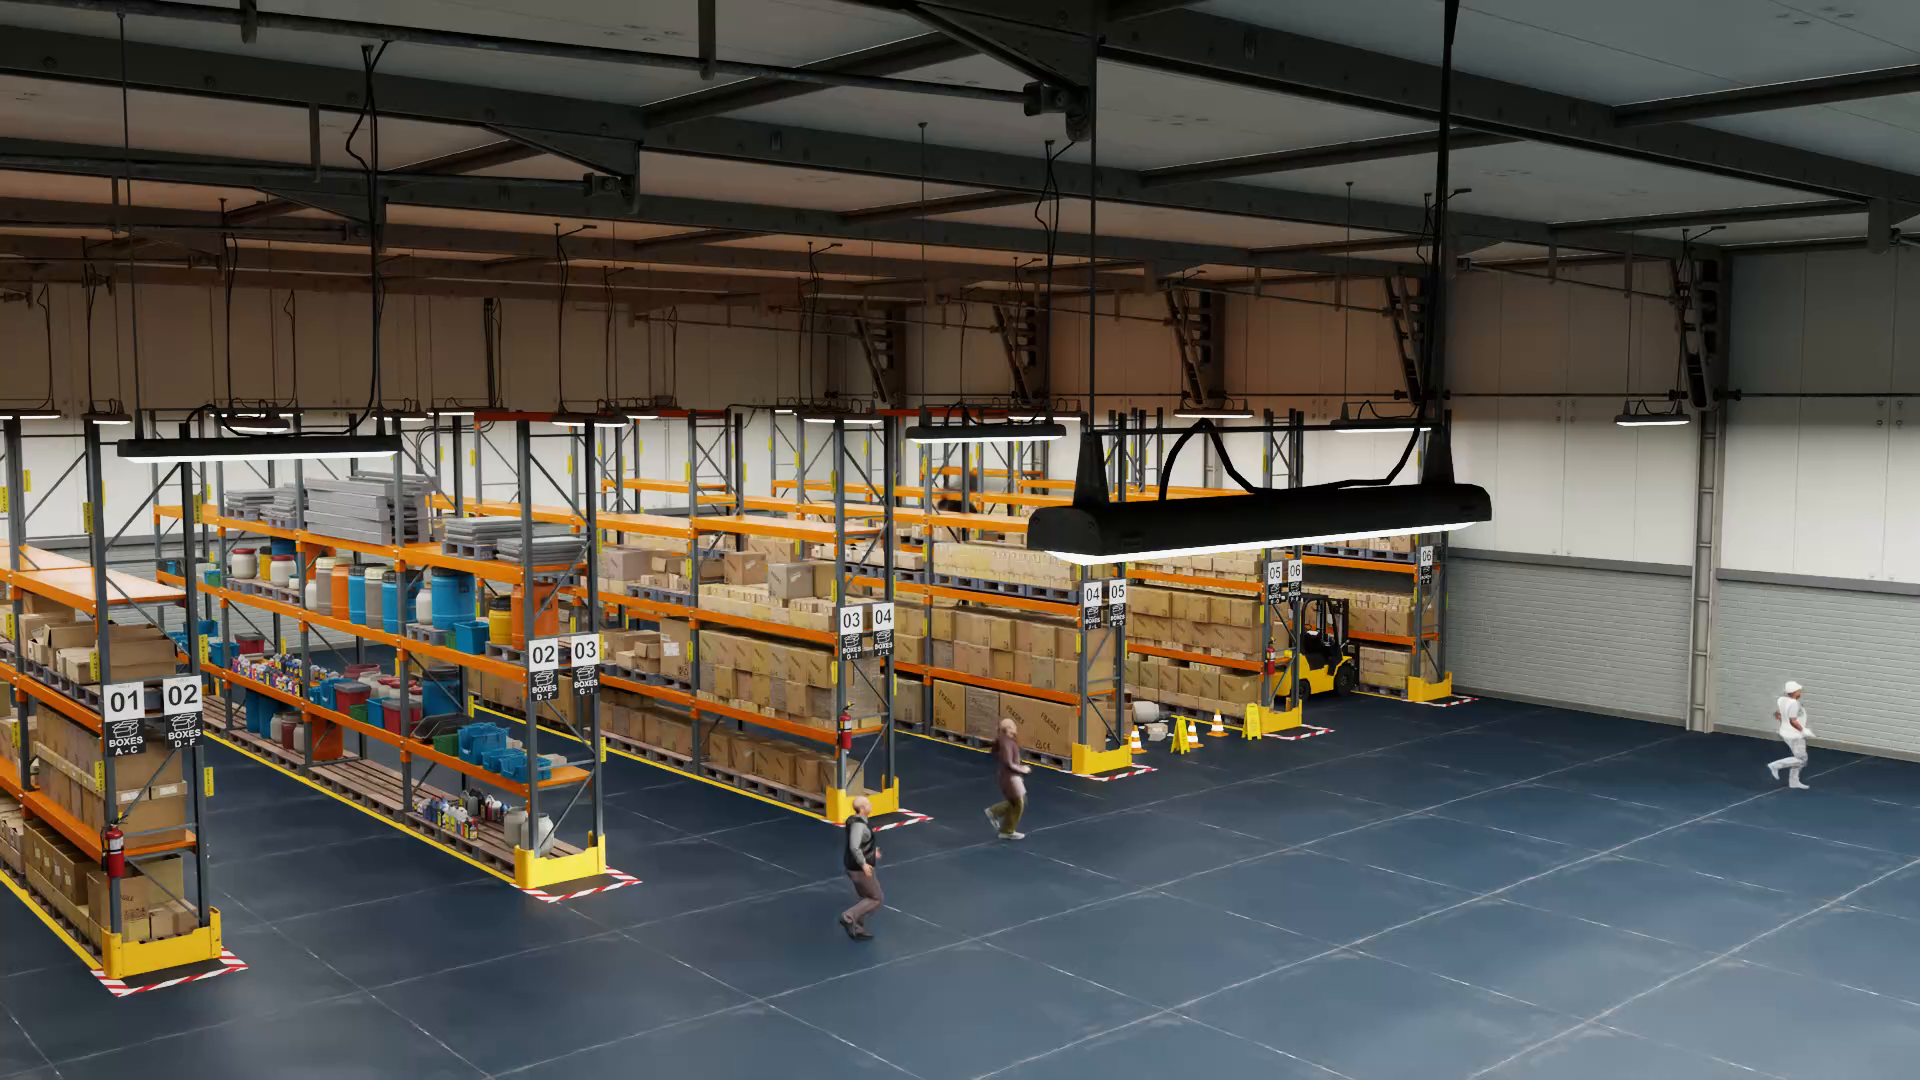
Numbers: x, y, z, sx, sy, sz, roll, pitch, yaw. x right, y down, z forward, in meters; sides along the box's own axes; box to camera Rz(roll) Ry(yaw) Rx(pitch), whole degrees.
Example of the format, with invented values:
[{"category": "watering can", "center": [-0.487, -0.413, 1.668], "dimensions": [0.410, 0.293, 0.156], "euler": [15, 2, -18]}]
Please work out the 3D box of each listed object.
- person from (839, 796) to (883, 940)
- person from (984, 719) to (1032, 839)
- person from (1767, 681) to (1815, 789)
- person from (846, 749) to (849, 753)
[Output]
[{"category": "person", "center": [-1.155, 3.802, 19.280], "dimensions": [0.576, 1.689, 0.675], "euler": [-1, 5, -16]}, {"category": "person", "center": [0.684, 3.391, 23.630], "dimensions": [0.668, 1.735, 0.729], "euler": [0, 5, -3]}, {"category": "person", "center": [13.292, 3.127, 26.651], "dimensions": [0.689, 1.743, 0.670], "euler": [1, 5, 7]}, {"category": "person", "center": [-2.097, 2.995, 29.389], "dimensions": [0.542, 1.544, 0.545], "euler": [4, 7, 40]}]
